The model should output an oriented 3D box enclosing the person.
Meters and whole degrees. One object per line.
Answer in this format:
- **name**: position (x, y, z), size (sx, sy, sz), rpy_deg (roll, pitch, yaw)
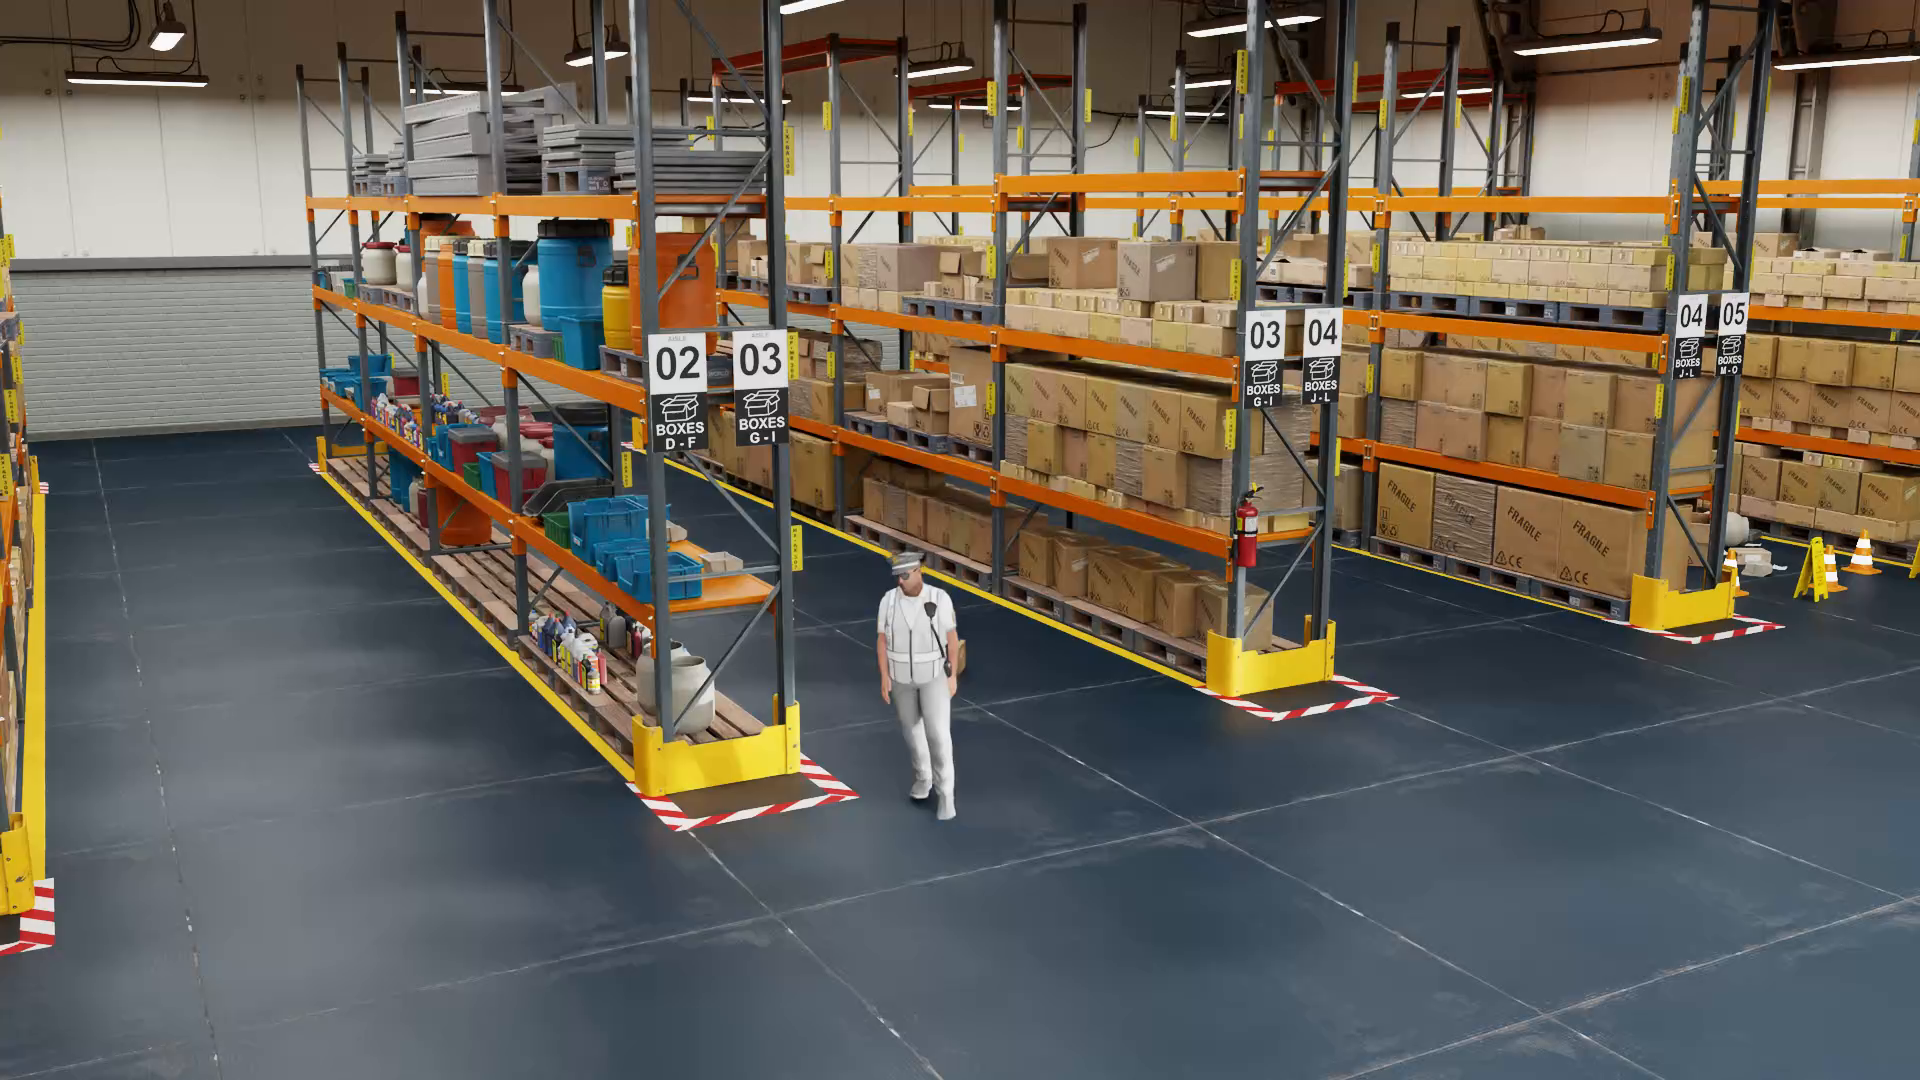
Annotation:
- **person**: position (-0.285, 0.979, 11.278), size (0.588, 1.808, 0.595), rpy_deg (2, 12, 10)
